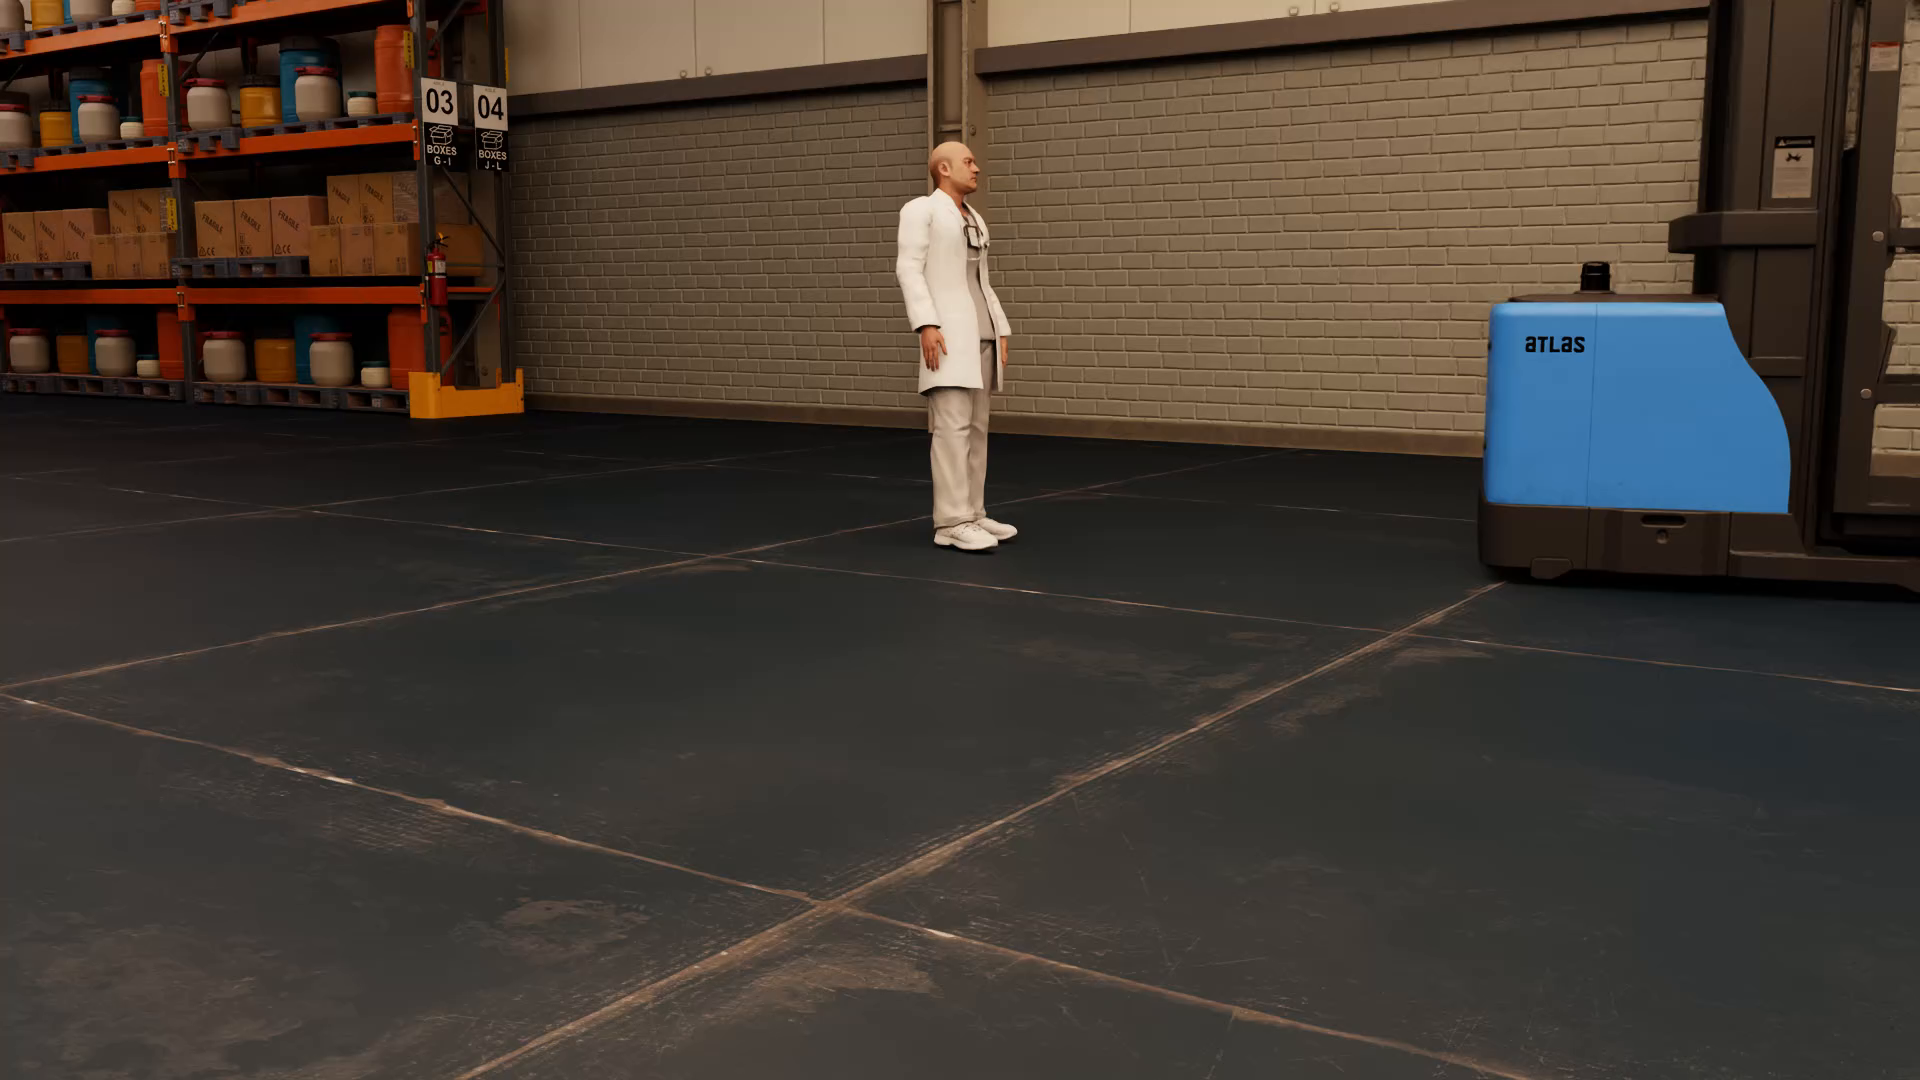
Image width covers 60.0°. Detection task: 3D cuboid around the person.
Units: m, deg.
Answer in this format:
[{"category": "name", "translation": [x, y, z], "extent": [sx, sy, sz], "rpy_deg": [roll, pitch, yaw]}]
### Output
[{"category": "person", "translation": [0.074, -0.880, 7.424], "extent": [0.578, 1.778, 0.696], "rpy_deg": [5, 10, 34]}]

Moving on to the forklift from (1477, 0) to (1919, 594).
[{"category": "forklift", "translation": [3.602, -1.291, 6.270], "extent": [3.031, 2.935, 1.130], "rpy_deg": [2, 8, 16]}]
